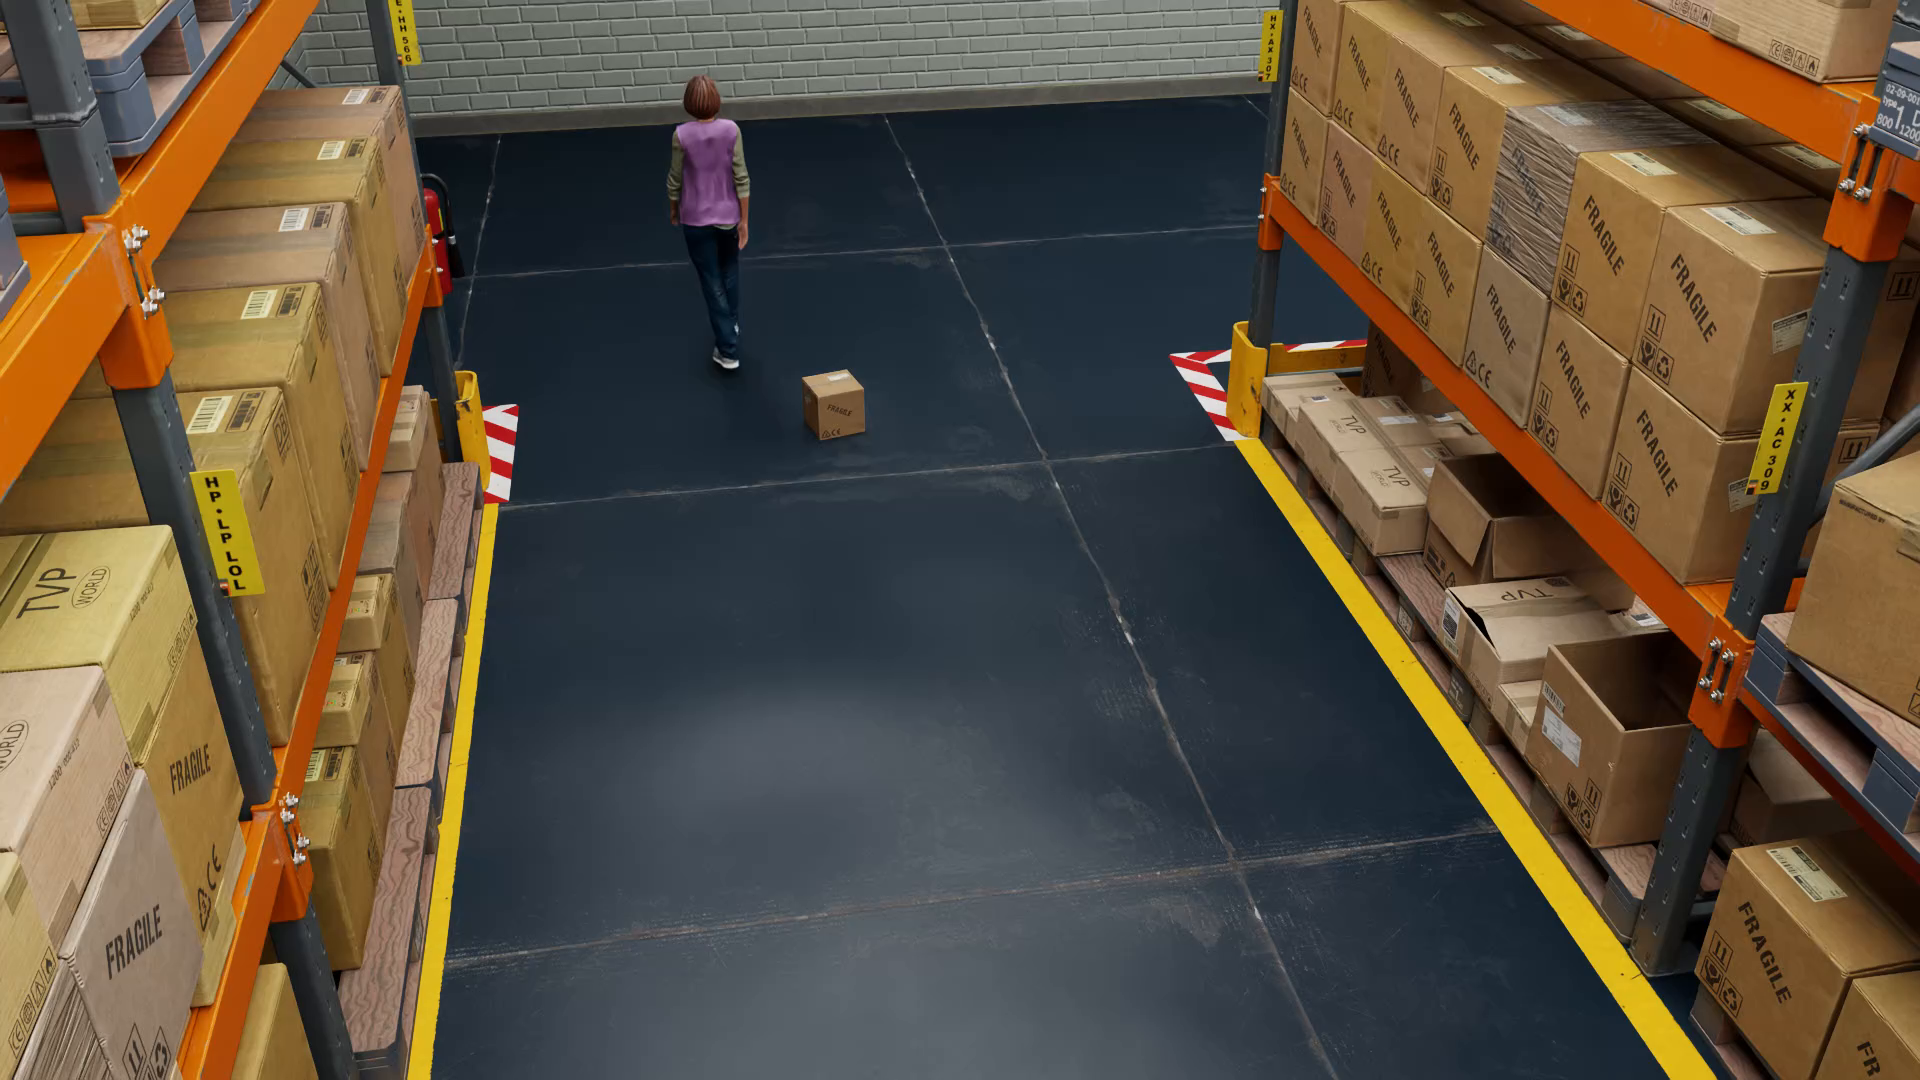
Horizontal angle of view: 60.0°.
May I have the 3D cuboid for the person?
[{"bbox_3d":[-1.365,-1.731,9.019,0.415,1.624,0.701,-11,33,-18],"label":"person"}]
